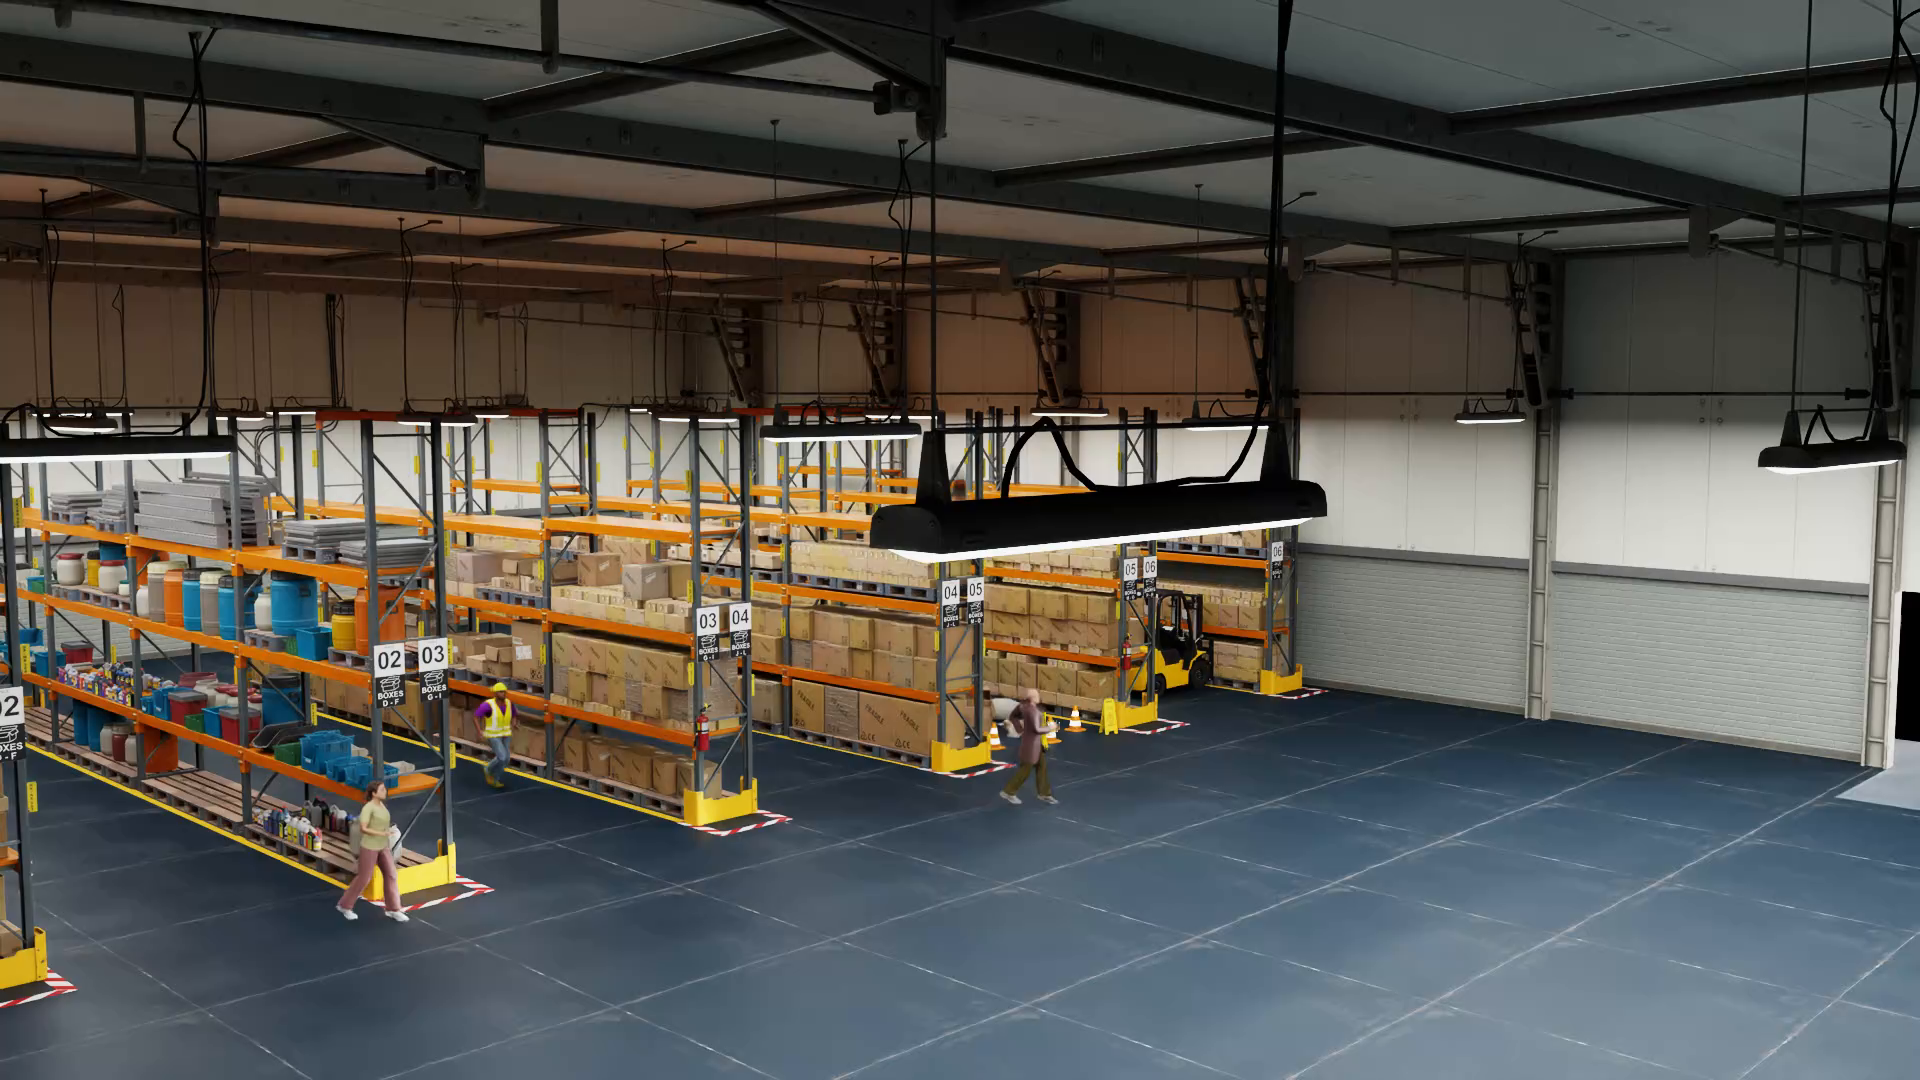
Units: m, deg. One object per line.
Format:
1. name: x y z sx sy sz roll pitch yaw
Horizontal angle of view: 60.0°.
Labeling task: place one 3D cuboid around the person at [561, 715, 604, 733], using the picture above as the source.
1. person: -7.041 2.681 30.989 0.972 1.795 0.676 3 6 30

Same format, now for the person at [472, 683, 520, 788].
1. person: -7.327 3.122 26.484 0.649 1.710 0.691 4 7 39

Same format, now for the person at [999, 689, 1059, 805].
1. person: 1.065 3.180 25.392 0.946 1.823 0.696 0 5 -4

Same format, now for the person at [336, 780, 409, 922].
1. person: -7.025 3.722 19.951 0.842 1.708 0.613 1 5 9
